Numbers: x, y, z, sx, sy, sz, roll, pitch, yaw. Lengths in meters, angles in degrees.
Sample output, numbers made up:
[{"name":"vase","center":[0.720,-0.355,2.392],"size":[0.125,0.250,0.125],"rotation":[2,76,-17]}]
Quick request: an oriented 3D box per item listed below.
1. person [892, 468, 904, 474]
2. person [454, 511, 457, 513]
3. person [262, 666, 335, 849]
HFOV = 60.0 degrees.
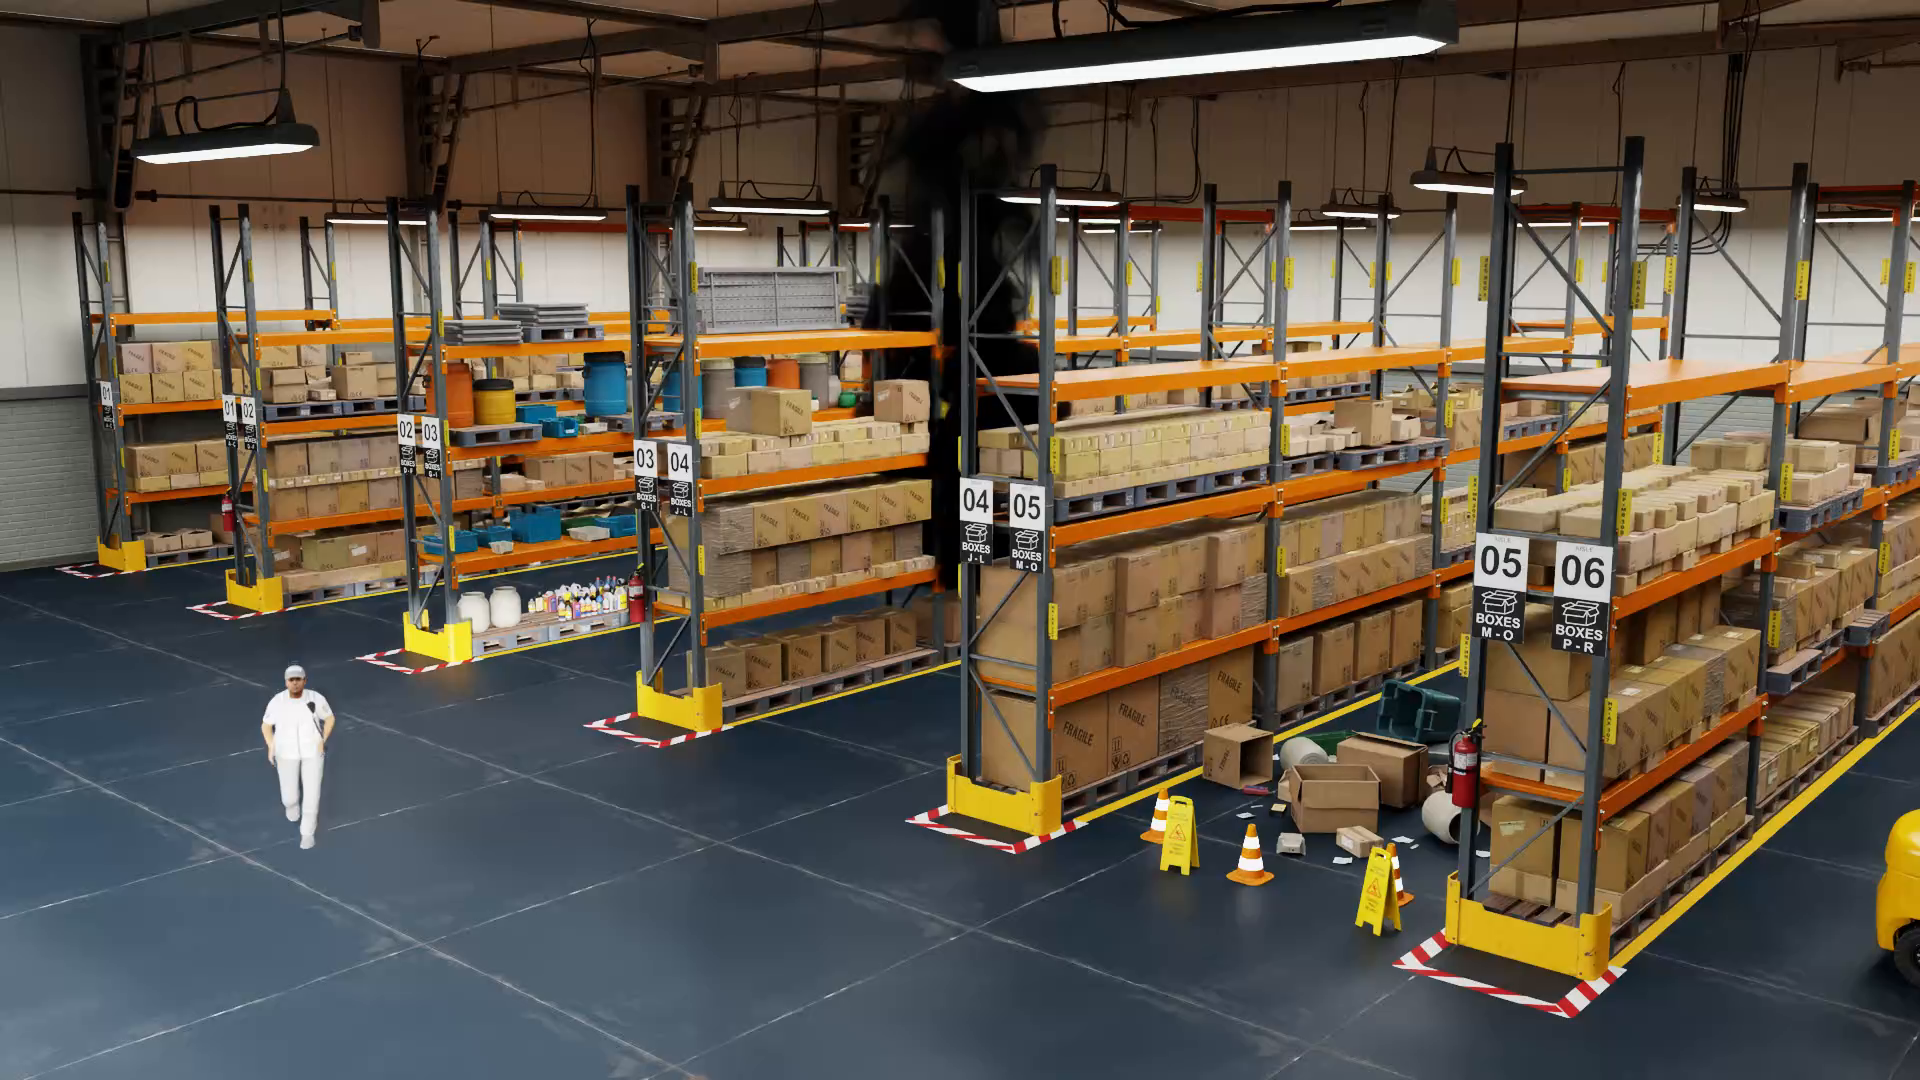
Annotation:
[{"name":"person","center":[-1.414,-1.062,32.638],"size":[0.568,1.672,0.910],"rotation":[6,11,33]},{"name":"person","center":[-8.997,-0.463,29.257],"size":[0.490,1.644,0.773],"rotation":[8,12,39]},{"name":"person","center":[-5.934,1.918,14.968],"size":[0.617,1.636,0.579],"rotation":[-4,10,-21]}]
